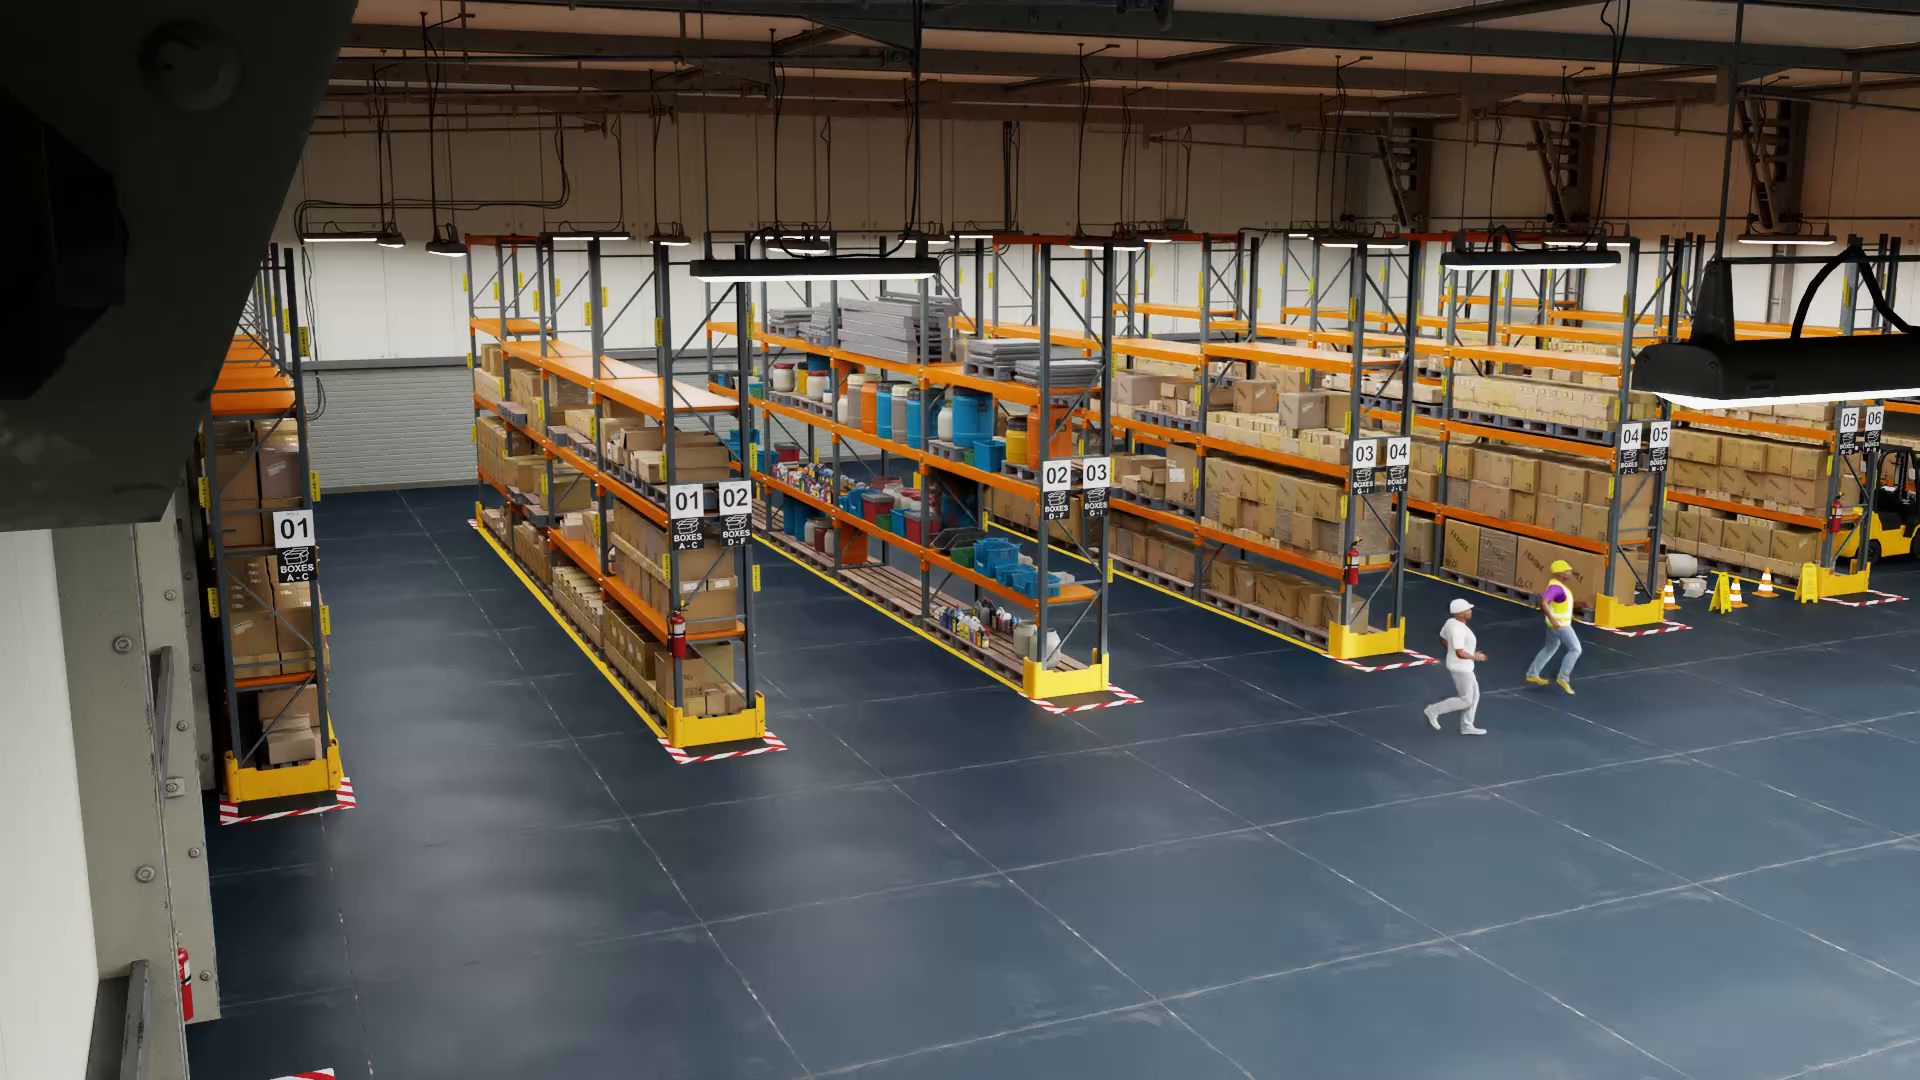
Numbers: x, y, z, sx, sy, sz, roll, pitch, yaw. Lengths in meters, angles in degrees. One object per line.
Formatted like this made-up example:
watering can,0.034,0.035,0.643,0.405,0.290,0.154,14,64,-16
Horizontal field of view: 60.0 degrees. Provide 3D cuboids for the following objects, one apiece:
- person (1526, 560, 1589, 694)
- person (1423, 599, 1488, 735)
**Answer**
person,8.091,1.174,22.467,0.752,1.823,0.674,2,11,9
person,6.136,1.570,20.505,0.795,1.731,0.712,1,11,7
